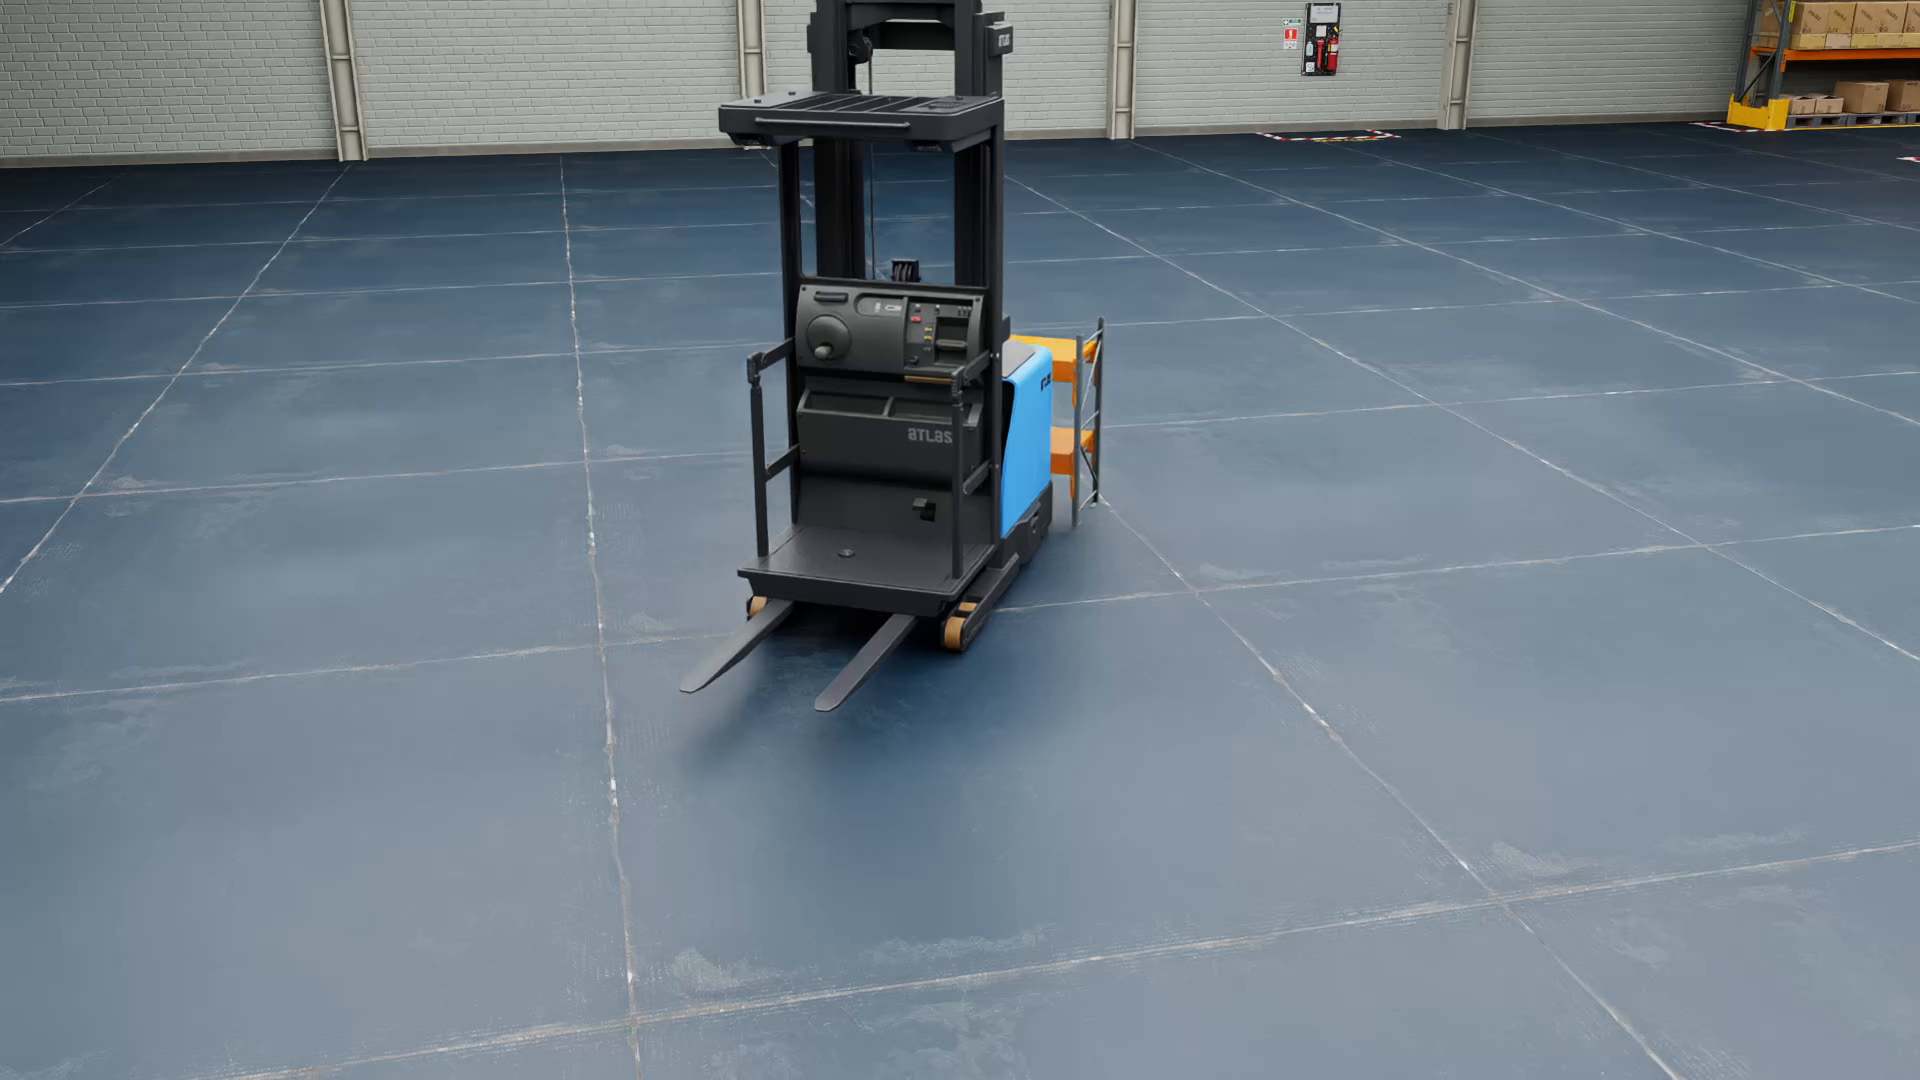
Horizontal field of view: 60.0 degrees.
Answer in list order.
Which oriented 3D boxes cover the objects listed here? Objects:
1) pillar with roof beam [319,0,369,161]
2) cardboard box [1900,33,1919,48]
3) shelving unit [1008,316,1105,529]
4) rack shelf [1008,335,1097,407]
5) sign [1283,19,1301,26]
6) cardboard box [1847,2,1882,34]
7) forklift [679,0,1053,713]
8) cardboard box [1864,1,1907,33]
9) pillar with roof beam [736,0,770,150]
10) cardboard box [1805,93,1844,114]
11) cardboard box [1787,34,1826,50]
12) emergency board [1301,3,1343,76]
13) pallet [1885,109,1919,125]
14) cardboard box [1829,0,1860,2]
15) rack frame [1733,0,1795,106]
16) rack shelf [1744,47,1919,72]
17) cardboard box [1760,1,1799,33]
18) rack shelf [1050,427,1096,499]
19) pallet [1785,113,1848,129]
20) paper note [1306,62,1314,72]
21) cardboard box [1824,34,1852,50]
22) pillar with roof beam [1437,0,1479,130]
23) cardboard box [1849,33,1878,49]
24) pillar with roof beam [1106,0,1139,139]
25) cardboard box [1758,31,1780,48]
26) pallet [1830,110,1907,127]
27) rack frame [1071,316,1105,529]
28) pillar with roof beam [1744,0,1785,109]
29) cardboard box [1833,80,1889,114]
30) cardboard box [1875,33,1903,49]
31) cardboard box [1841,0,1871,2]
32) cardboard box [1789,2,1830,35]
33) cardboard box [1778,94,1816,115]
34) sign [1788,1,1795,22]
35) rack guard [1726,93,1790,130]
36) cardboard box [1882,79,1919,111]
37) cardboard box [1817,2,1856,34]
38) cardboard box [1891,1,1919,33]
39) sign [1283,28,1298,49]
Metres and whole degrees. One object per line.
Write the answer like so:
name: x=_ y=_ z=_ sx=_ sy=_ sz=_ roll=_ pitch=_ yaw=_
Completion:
pillar with roof beam: x=-8.053 y=-8.464 z=19.338 sx=0.400 sy=9.000 sz=9.100 roll=-5 pitch=21 yaw=-12
cardboard box: x=16.359 y=-8.678 z=28.832 sx=0.500 sy=0.250 sz=0.500 roll=-5 pitch=21 yaw=-13
shelving unit: x=0.254 y=-0.732 z=9.677 sx=1.048 sy=1.125 sz=0.538 roll=7 pitch=21 yaw=18
rack shelf: x=0.254 y=-1.007 z=9.577 sx=1.000 sy=0.278 sz=0.538 roll=7 pitch=21 yaw=18
sign: x=5.504 y=-8.584 z=27.564 sx=0.331 sy=0.109 sz=0.001 roll=-5 pitch=21 yaw=-12
cardboard box: x=15.352 y=-8.946 z=28.473 sx=0.500 sy=0.500 sz=0.500 roll=-5 pitch=21 yaw=-14
forklift: x=-0.405 y=-1.001 z=7.785 sx=1.130 sy=2.935 sz=3.031 roll=6 pitch=21 yaw=16
cardboard box: x=15.851 y=-8.990 z=28.596 sx=0.500 sy=0.500 sz=0.500 roll=-4 pitch=20 yaw=-11
pillar with roof beam: x=-2.214 y=-8.939 z=20.634 sx=0.400 sy=9.000 sz=9.100 roll=-5 pitch=21 yaw=-12
cardboard box: x=15.079 y=-7.657 z=29.125 sx=0.500 sy=0.311 sz=0.500 roll=-3 pitch=20 yaw=-8
cardboard box: x=14.378 y=-8.514 z=28.385 sx=0.500 sy=0.250 sz=0.500 roll=-5 pitch=21 yaw=-14
emergency board: x=6.060 y=-8.330 z=27.694 sx=0.643 sy=1.169 sz=0.194 roll=-5 pitch=21 yaw=-12
pallet: x=17.077 y=-7.585 z=29.714 sx=1.213 sy=0.211 sz=1.003 roll=-5 pitch=21 yaw=-12
cardboard box: x=15.234 y=-9.121 z=28.953 sx=0.500 sy=0.500 sz=0.500 roll=-5 pitch=21 yaw=-14
rack frame: x=13.830 y=-8.643 z=28.548 sx=0.127 sy=3.000 sz=1.000 roll=-5 pitch=21 yaw=-12
rack shelf: x=15.777 y=-8.463 z=29.104 sx=4.000 sy=0.370 sz=1.077 roll=-5 pitch=21 yaw=-12
cardboard box: x=14.240 y=-9.042 z=28.737 sx=0.500 sy=0.500 sz=0.500 roll=-5 pitch=21 yaw=-13
rack shelf: x=0.254 y=-0.502 z=9.761 sx=1.000 sy=0.278 sz=0.538 roll=7 pitch=21 yaw=18
pallet: x=14.703 y=-7.392 z=29.187 sx=1.213 sy=0.211 sz=1.003 roll=-5 pitch=21 yaw=-12
paper note: x=5.872 y=-7.925 z=27.870 sx=0.142 sy=0.148 sz=0.016 roll=-5 pitch=21 yaw=-12
cardboard box: x=14.880 y=-8.560 z=28.511 sx=0.500 sy=0.250 sz=0.500 roll=-5 pitch=21 yaw=-14
pillar with roof beam: x=9.464 y=-9.889 z=23.227 sx=0.400 sy=9.000 sz=9.100 roll=-5 pitch=21 yaw=-12
cardboard box: x=15.377 y=-8.598 z=28.615 sx=0.500 sy=0.250 sz=0.500 roll=-5 pitch=21 yaw=-13
pillar with roof beam: x=3.625 y=-9.414 z=21.931 sx=0.400 sy=9.000 sz=9.100 roll=-5 pitch=21 yaw=-12
cardboard box: x=14.241 y=-8.684 z=28.848 sx=0.500 sy=0.250 sz=0.500 roll=-4 pitch=21 yaw=-12
pallet: x=15.888 y=-7.487 z=29.447 sx=1.213 sy=0.211 sz=1.003 roll=-5 pitch=21 yaw=-12
rack frame: x=0.734 y=-0.674 z=9.519 sx=0.032 sy=1.125 sz=0.500 roll=7 pitch=21 yaw=18
pillar with roof beam: x=15.303 y=-10.364 z=24.524 sx=0.400 sy=9.000 sz=9.100 roll=-5 pitch=21 yaw=-12
cardboard box: x=15.804 y=-7.787 z=29.205 sx=0.500 sy=0.500 sz=0.700 roll=-6 pitch=21 yaw=-16
cardboard box: x=15.870 y=-8.638 z=28.722 sx=0.500 sy=0.250 sz=0.500 roll=-4 pitch=21 yaw=-12
cardboard box: x=15.724 y=-9.161 z=29.061 sx=0.500 sy=0.500 sz=0.500 roll=-4 pitch=21 yaw=-12
cardboard box: x=14.364 y=-8.871 z=28.270 sx=0.500 sy=0.500 sz=0.500 roll=-5 pitch=21 yaw=-12
cardboard box: x=14.524 y=-7.611 z=29.002 sx=0.500 sy=0.311 sz=0.500 roll=-7 pitch=21 yaw=-19
sign: x=13.955 y=-8.868 z=27.903 sx=0.005 sy=0.325 sz=0.100 roll=-5 pitch=21 yaw=-12
rack guard: x=13.904 y=-7.475 z=28.994 sx=0.348 sy=0.500 sz=1.175 roll=-5 pitch=21 yaw=-12
cardboard box: x=16.722 y=-7.897 z=29.505 sx=0.500 sy=0.500 sz=0.500 roll=-6 pitch=21 yaw=-17
cardboard box: x=14.847 y=-8.907 z=28.367 sx=0.500 sy=0.500 sz=0.500 roll=-5 pitch=21 yaw=-12
cardboard box: x=16.357 y=-9.032 z=28.709 sx=0.500 sy=0.500 sz=0.500 roll=-5 pitch=21 yaw=-14
sign: x=5.498 y=-8.338 z=27.662 sx=0.234 sy=0.329 sz=0.001 roll=-5 pitch=21 yaw=-12
